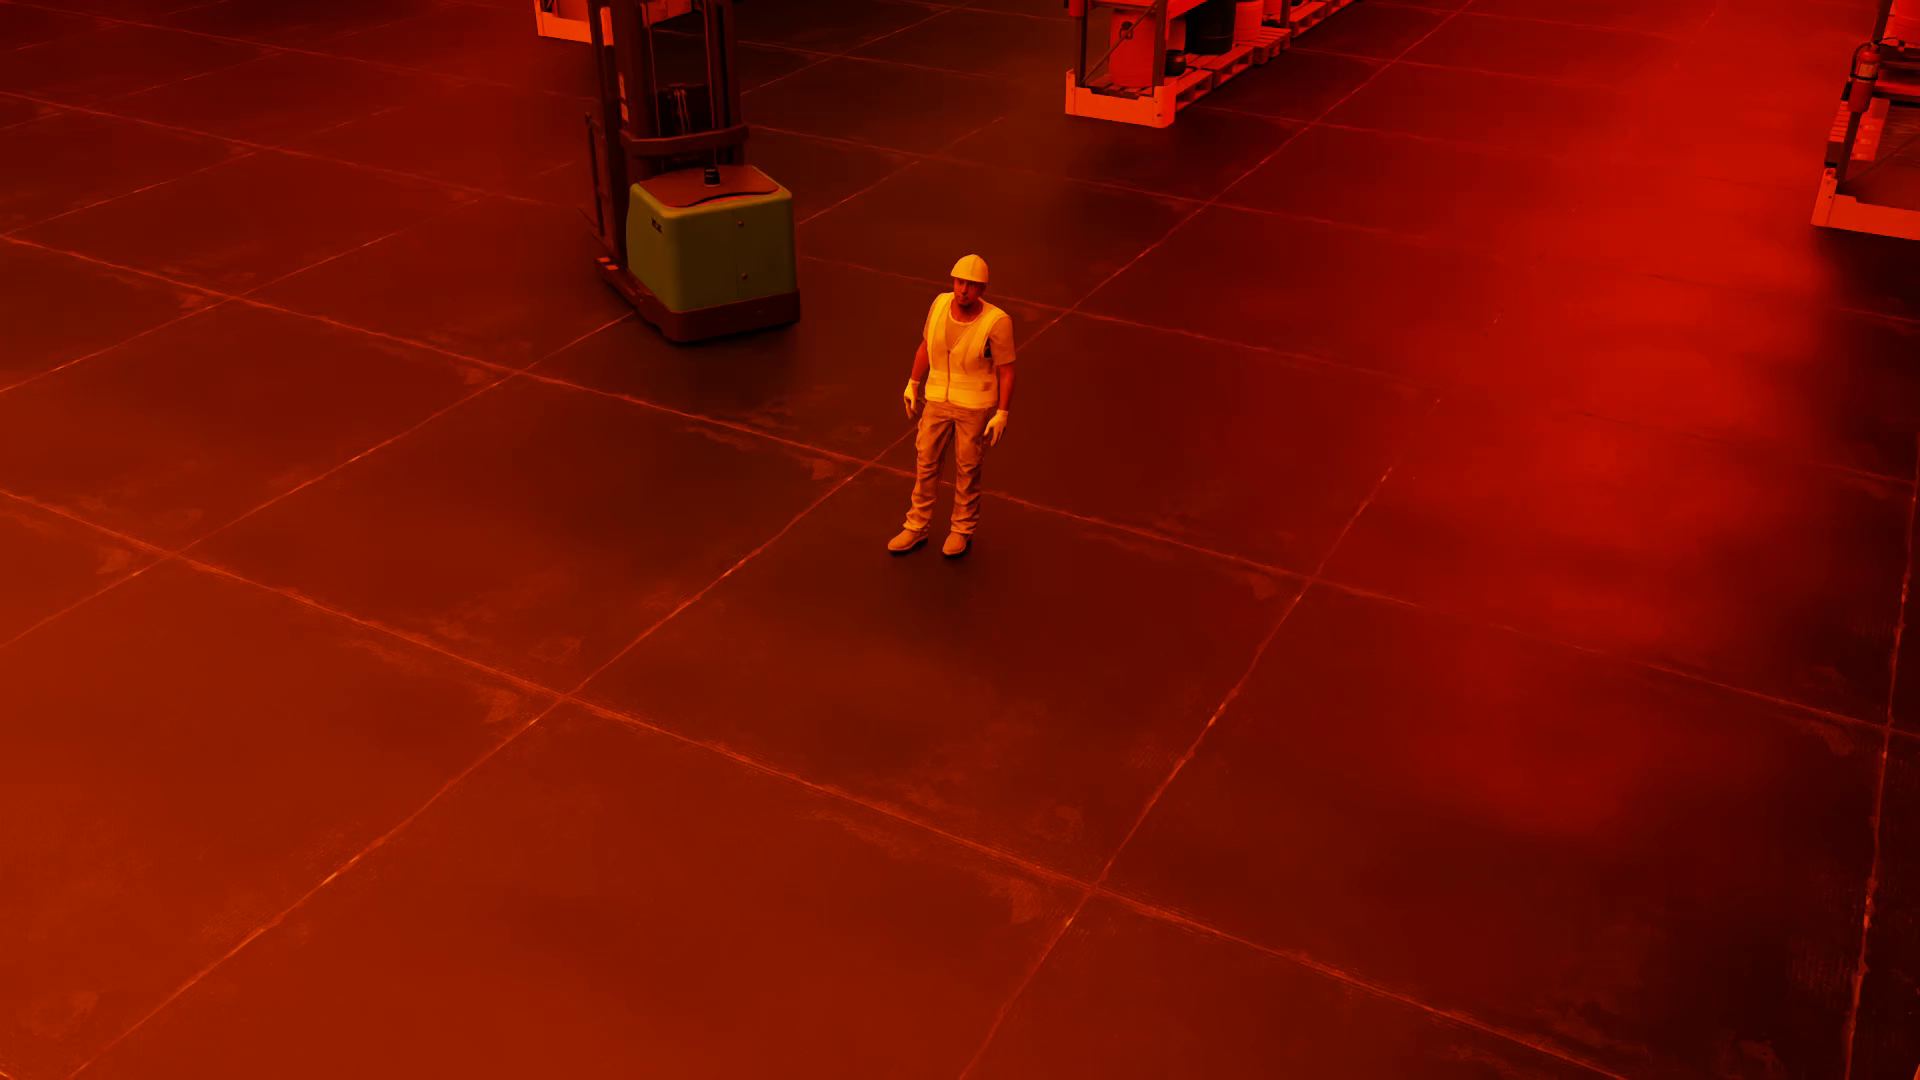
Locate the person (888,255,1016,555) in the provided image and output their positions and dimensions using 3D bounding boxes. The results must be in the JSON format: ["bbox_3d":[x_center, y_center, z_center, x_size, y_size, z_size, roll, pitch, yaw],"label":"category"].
[{"bbox_3d":[-0.043,-0.749,9.503,0.656,1.782,0.576,15,33,25],"label":"person"}]

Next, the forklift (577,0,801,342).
[{"bbox_3d":[-2.368,-3.453,13.053,1.130,2.935,3.031,-15,33,-24],"label":"forklift"}]
